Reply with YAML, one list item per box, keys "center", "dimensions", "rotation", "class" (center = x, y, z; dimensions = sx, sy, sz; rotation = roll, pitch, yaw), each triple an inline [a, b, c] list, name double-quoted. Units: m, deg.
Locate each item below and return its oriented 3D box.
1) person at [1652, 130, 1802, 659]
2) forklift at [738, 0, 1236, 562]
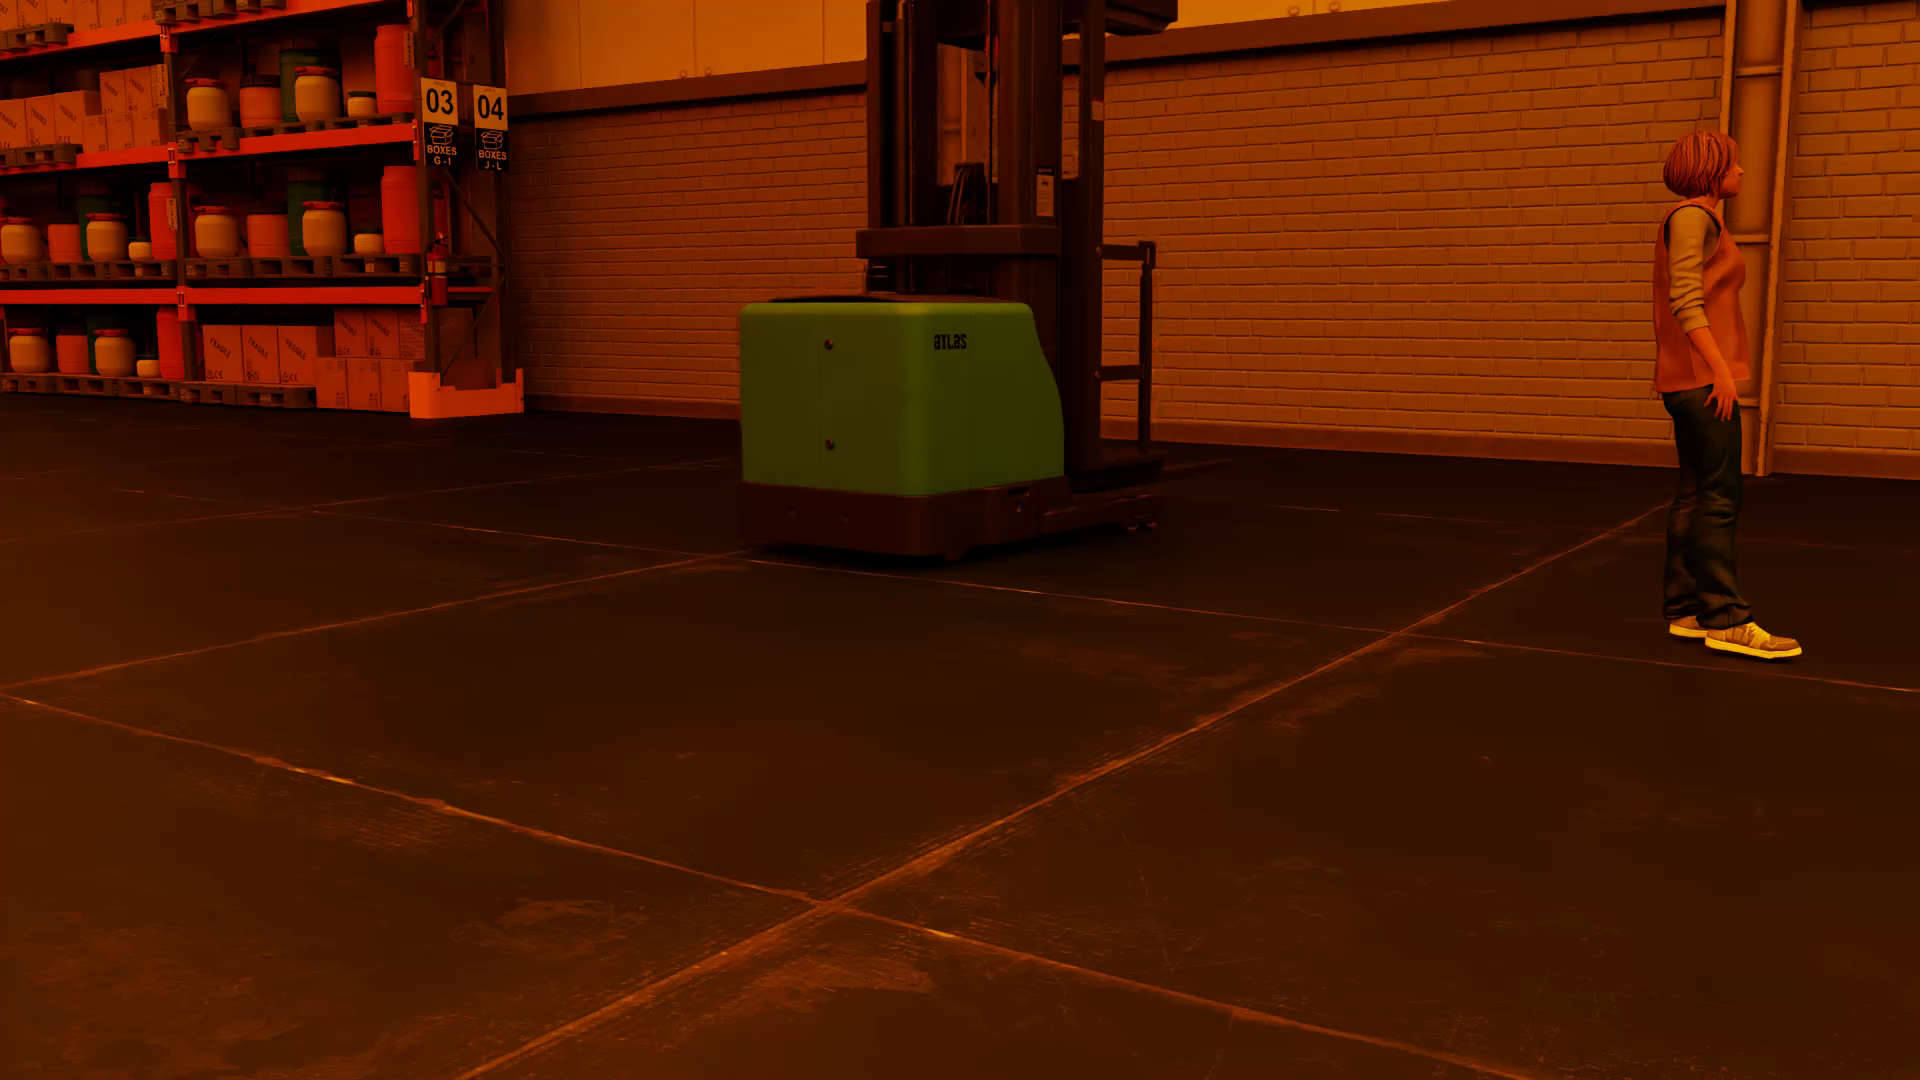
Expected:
- center: [2.393, -0.469, 5.175]
  dimensions: [0.475, 1.597, 0.520]
  rotation: [3, 9, 22]
  class: "person"
- center: [0.329, -1.523, 7.906]
  dimensions: [1.130, 2.935, 3.031]
  rotation: [6, 10, 37]
  class: "forklift"
